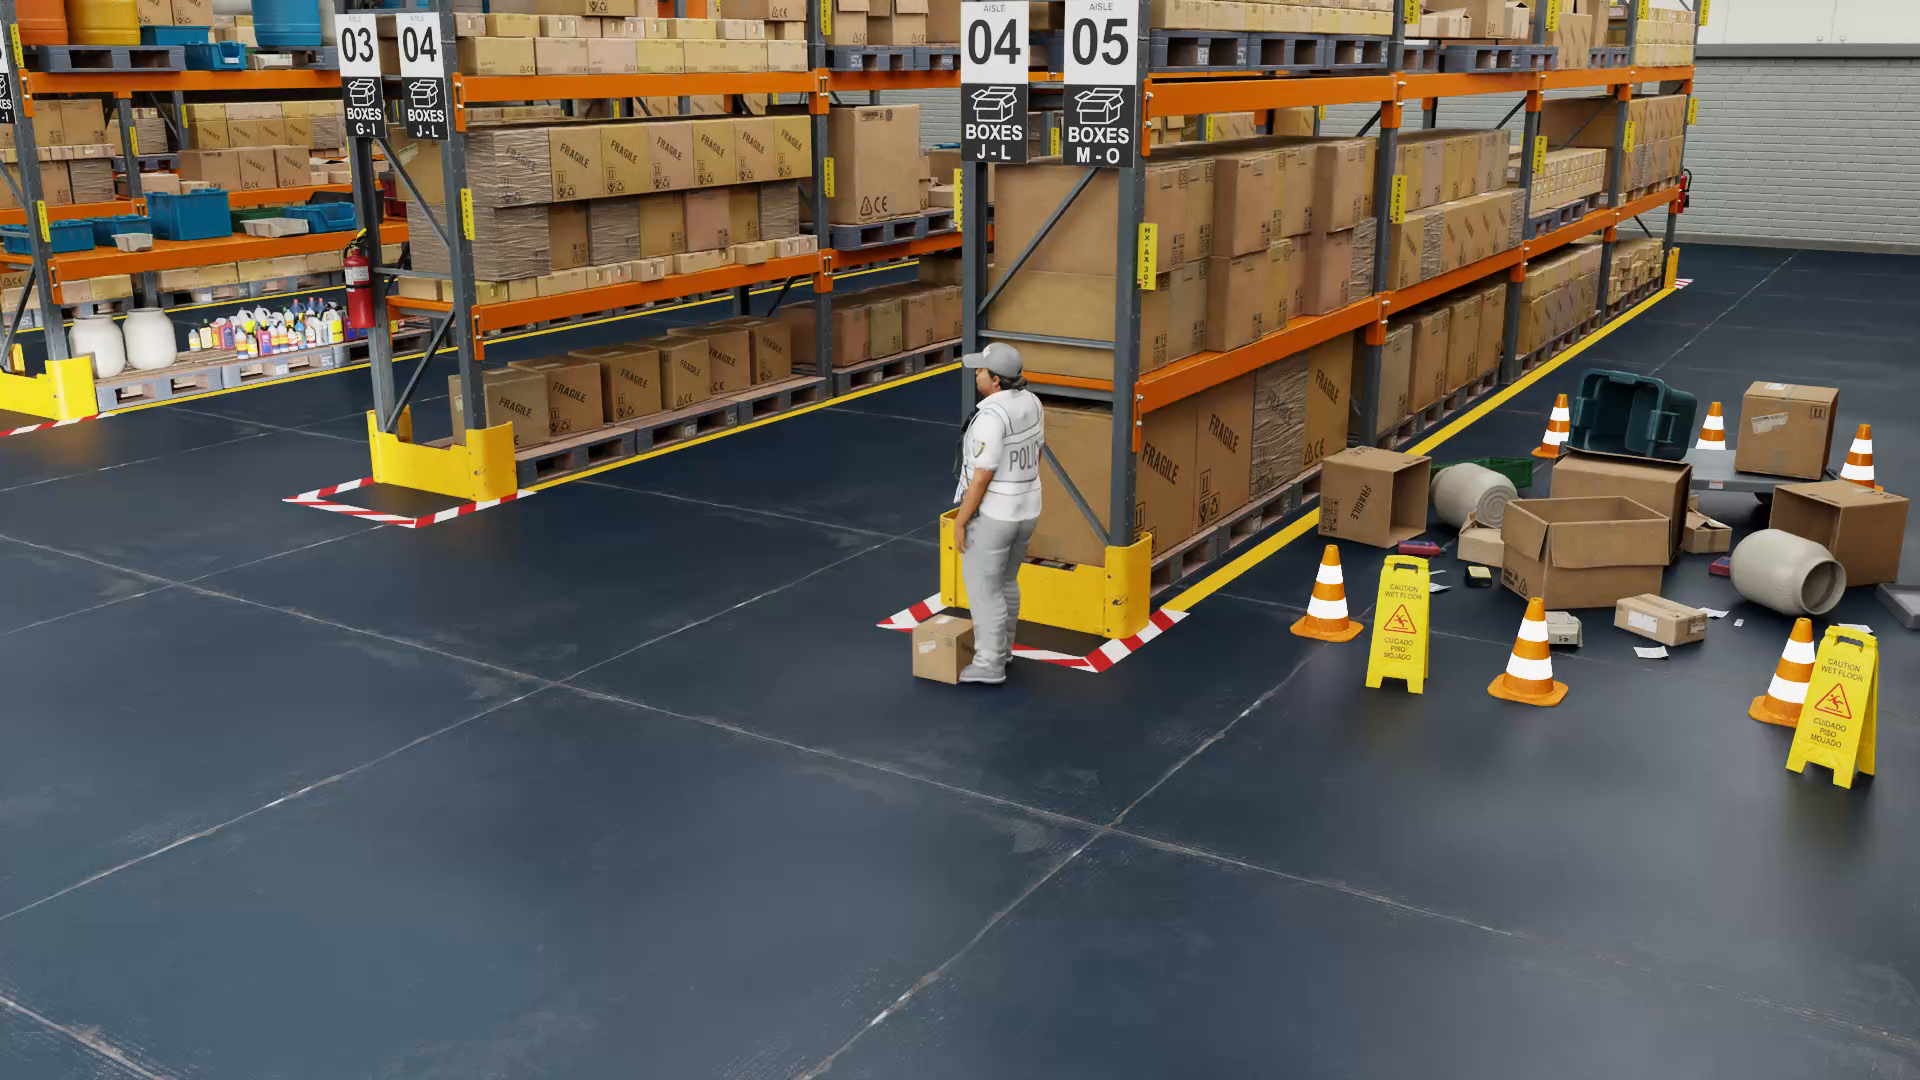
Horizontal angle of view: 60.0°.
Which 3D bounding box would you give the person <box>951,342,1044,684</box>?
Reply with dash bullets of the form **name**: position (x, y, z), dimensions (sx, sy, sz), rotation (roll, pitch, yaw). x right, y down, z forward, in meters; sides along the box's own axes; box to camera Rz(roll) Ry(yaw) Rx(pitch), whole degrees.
- **person**: position (0.119, -0.132, 7.944), dimensions (0.529, 1.670, 0.598), rotation (10, 19, 31)
